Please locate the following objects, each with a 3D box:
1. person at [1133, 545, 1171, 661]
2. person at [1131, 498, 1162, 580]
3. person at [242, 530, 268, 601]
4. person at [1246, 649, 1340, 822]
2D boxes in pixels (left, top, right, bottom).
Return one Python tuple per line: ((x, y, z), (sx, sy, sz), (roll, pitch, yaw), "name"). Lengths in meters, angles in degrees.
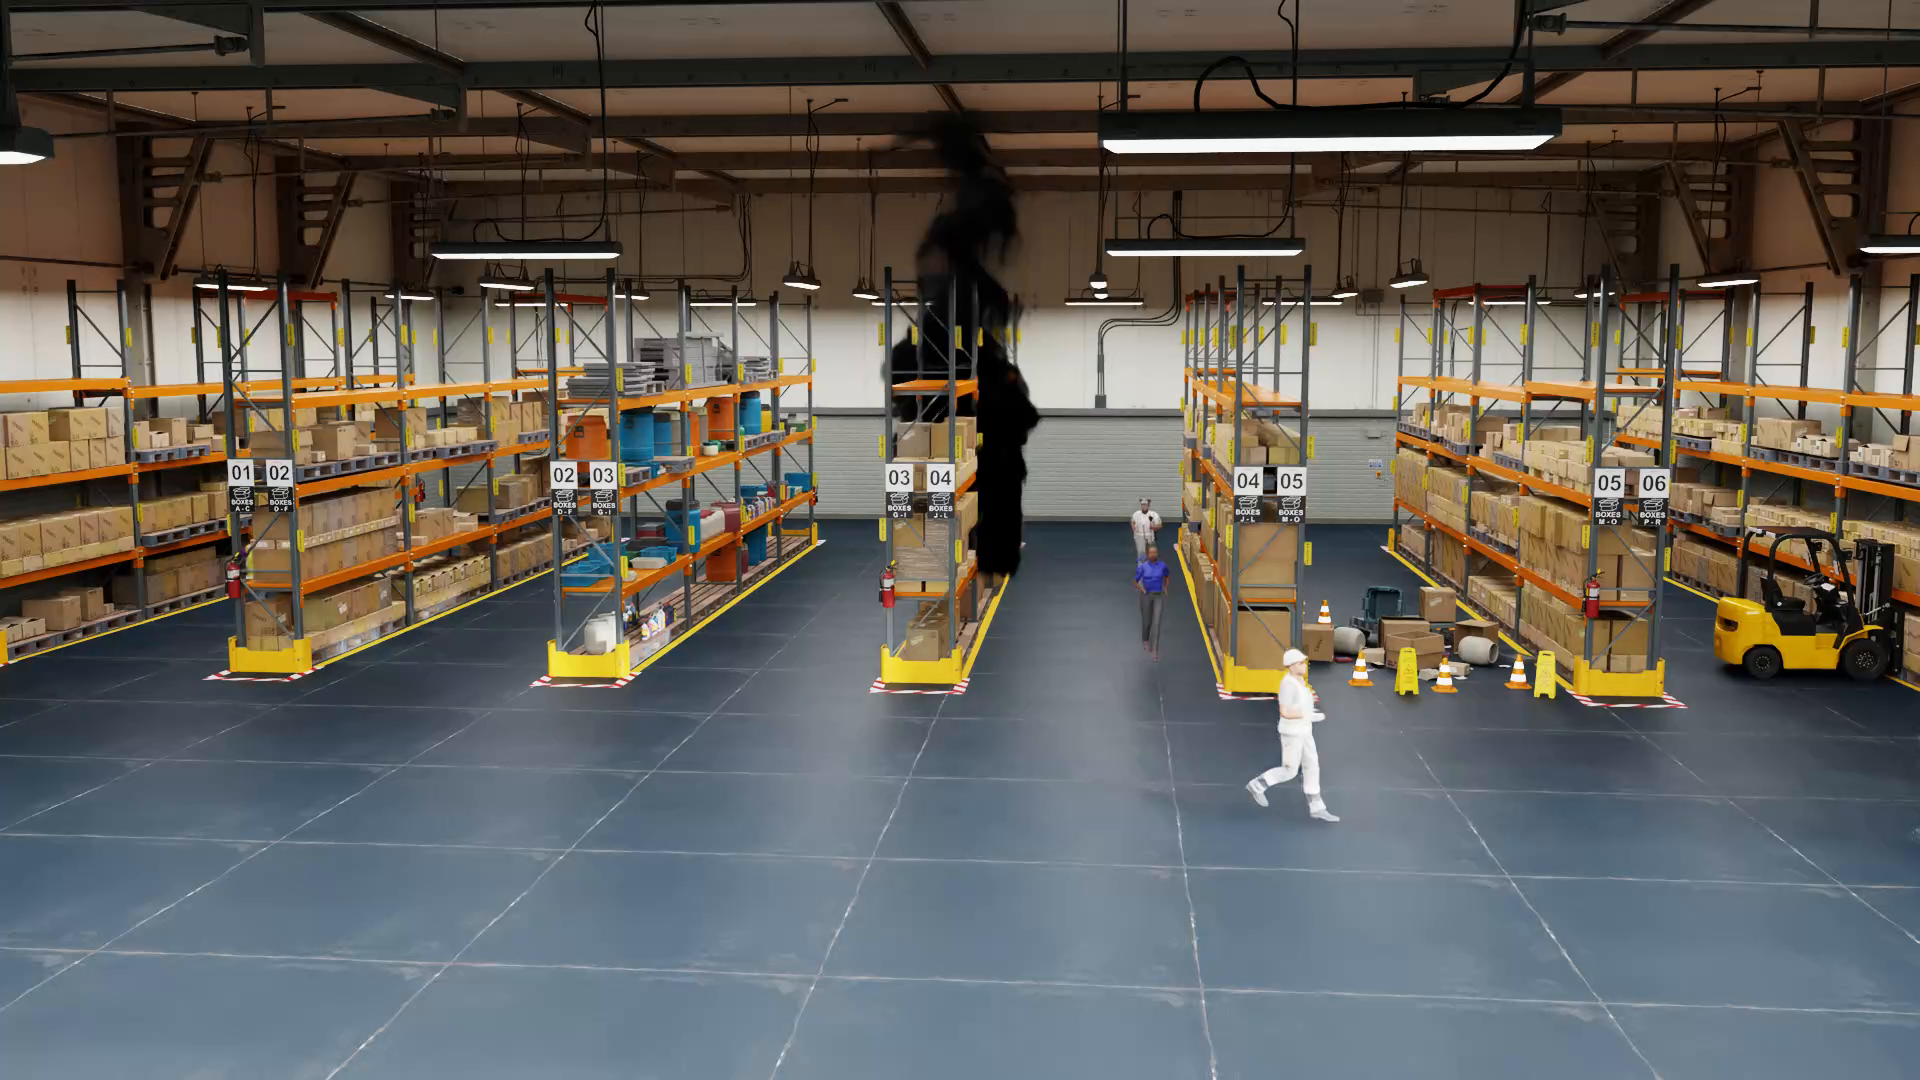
((2.861, 0.908, 24.723), (0.579, 1.671, 0.784), (0, 7, 0), "person")
((3.767, 0.010, 33.597), (0.636, 1.750, 0.885), (1, 7, 6), "person")
((-11.886, 0.682, 28.174), (0.695, 1.770, 0.962), (0, 7, -2), "person")
((3.469, 2.011, 17.246), (0.985, 1.776, 0.654), (4, 8, 29), "person")
